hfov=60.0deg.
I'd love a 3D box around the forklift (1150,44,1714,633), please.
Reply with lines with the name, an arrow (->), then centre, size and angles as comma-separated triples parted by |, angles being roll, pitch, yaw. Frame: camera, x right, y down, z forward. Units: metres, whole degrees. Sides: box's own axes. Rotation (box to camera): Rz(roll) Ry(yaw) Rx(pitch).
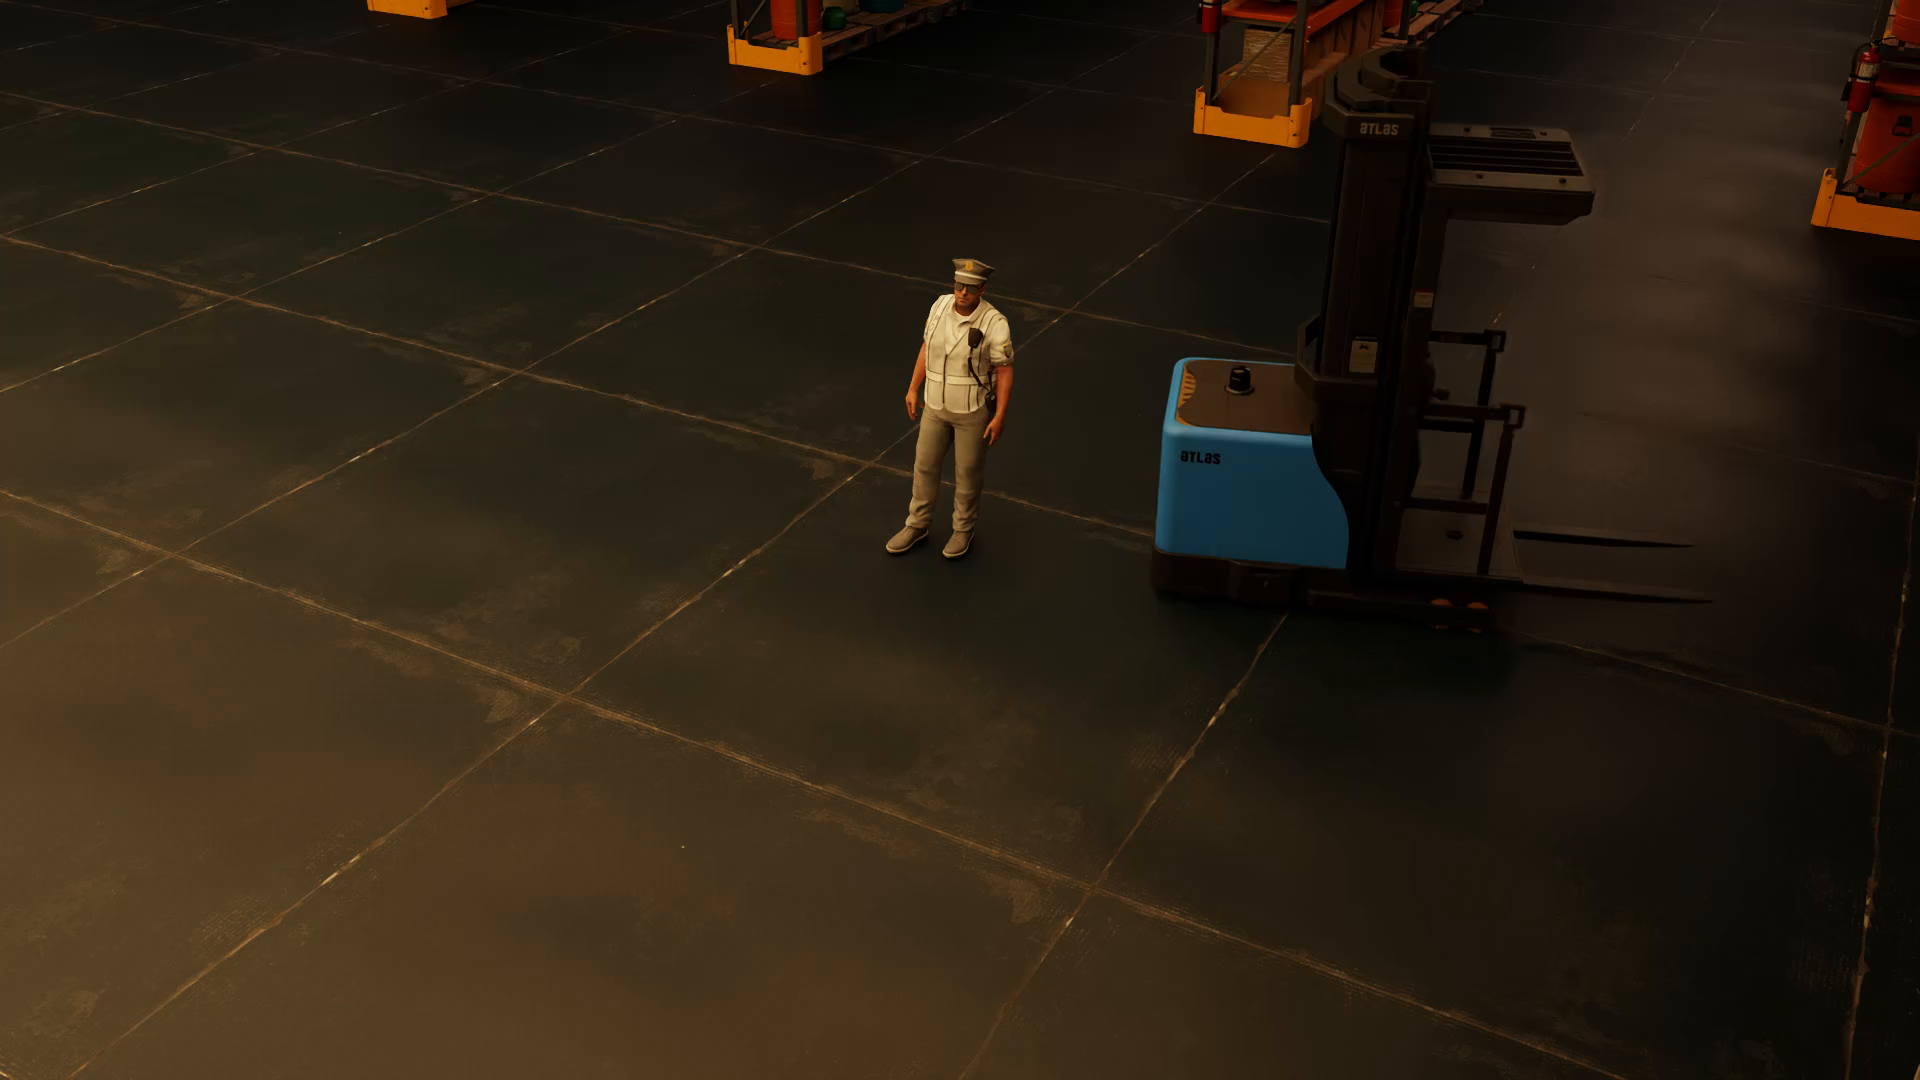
forklift -> 2.649, -1.049, 8.889 | 3.031, 2.935, 1.130 | 5, 30, 9

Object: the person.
person -> -0.048, -0.747, 9.500 | 0.640, 1.780, 0.575 | 15, 33, 25
